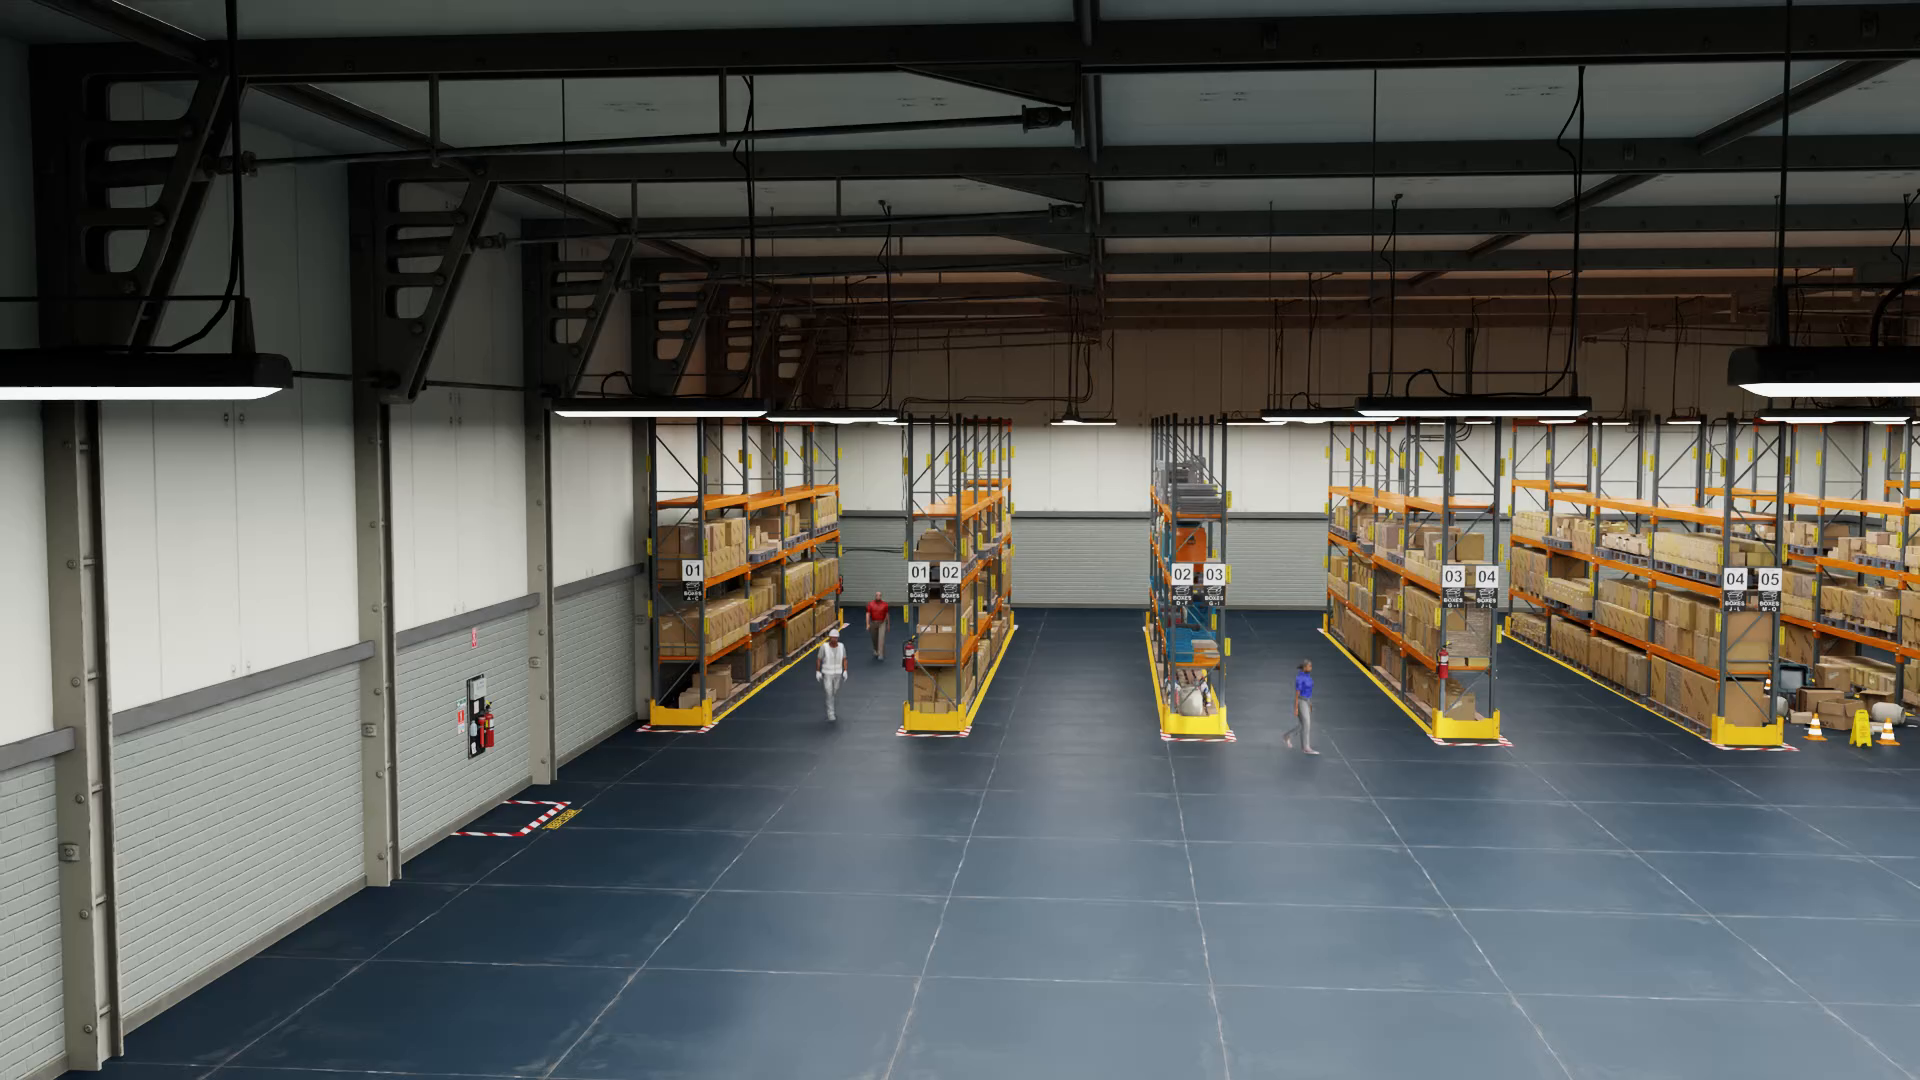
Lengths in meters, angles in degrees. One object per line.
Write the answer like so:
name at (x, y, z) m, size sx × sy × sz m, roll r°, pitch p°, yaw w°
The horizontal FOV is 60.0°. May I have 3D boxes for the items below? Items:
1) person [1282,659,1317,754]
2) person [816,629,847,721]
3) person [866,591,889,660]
person at (6.016, 2.918, 29.402) m, size 0.714 × 1.643 × 0.467 m, roll 2°, pitch 4°, yaw 28°
person at (-2.493, 2.623, 32.733) m, size 0.576 × 1.736 × 0.944 m, roll -2°, pitch 4°, yaw -31°
person at (-2.047, 2.105, 41.233) m, size 0.566 × 1.662 × 1.099 m, roll 0°, pitch 4°, yaw 2°
